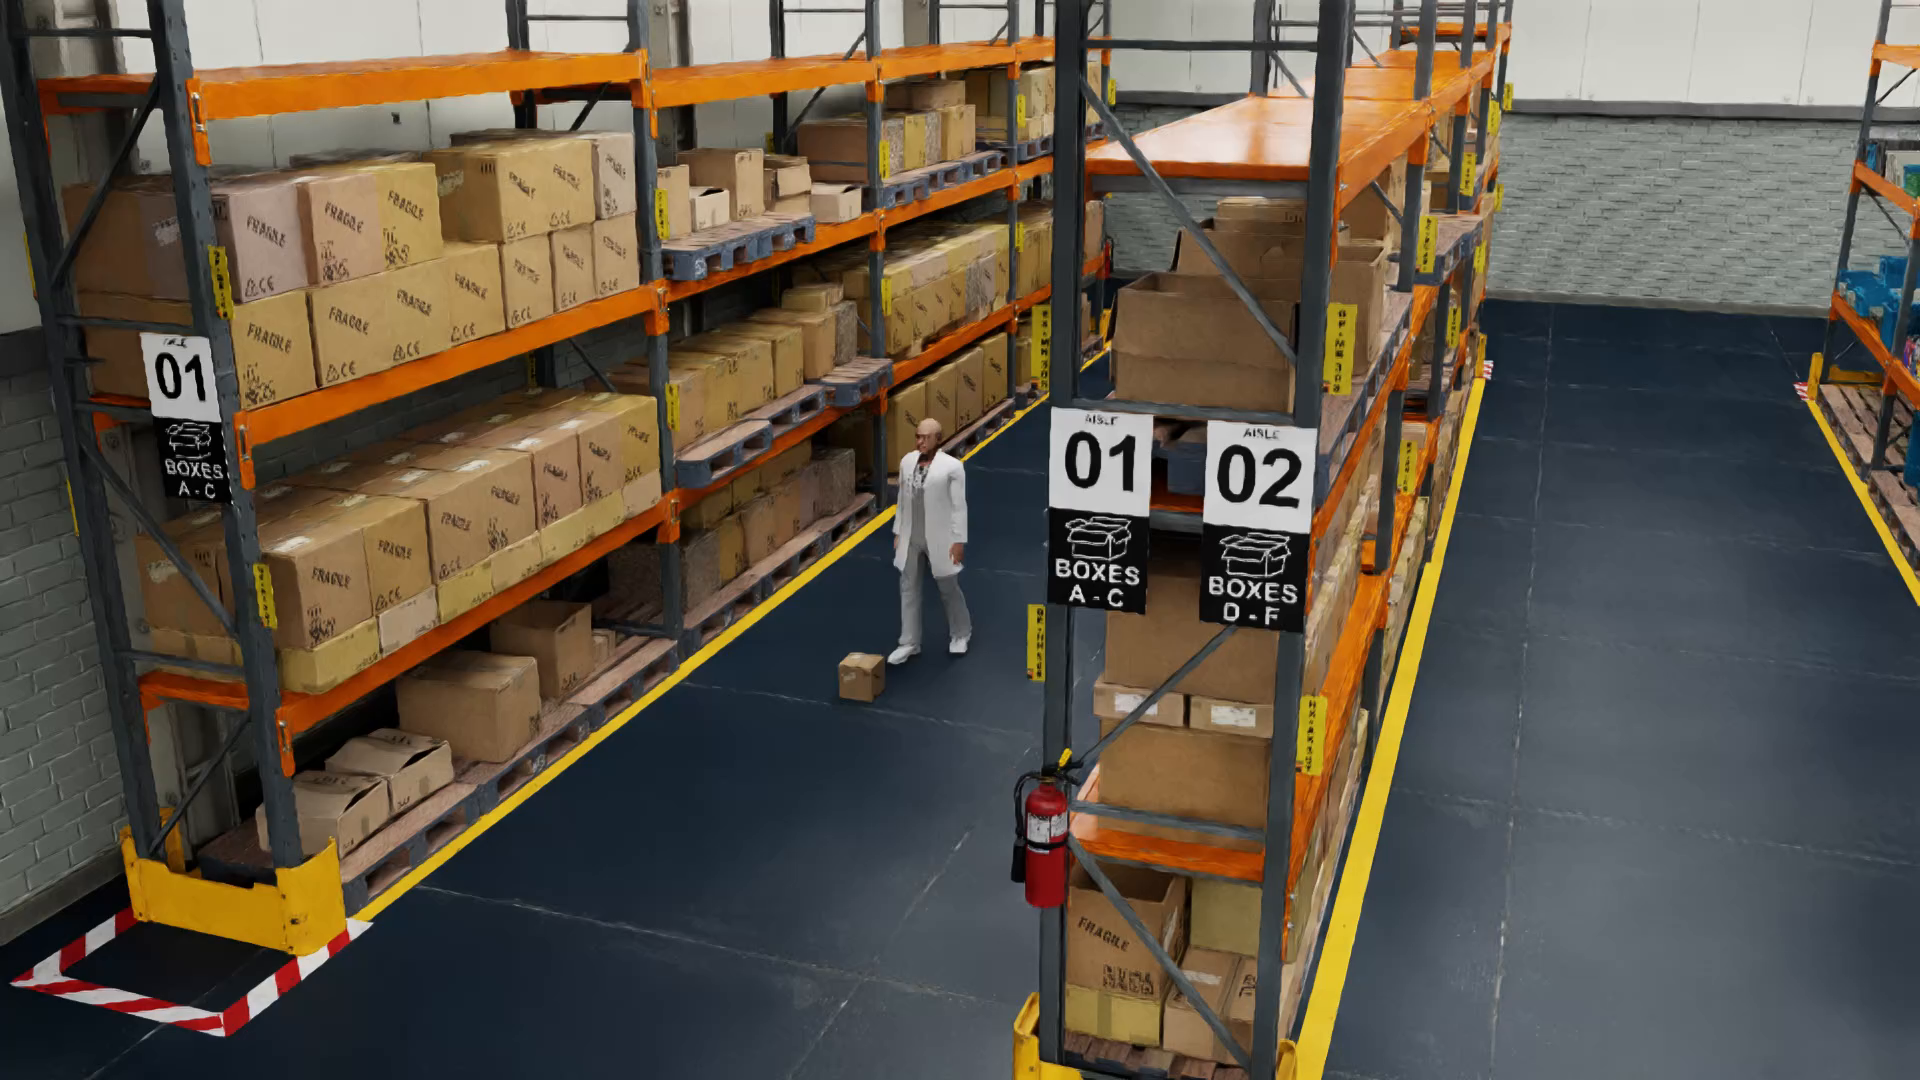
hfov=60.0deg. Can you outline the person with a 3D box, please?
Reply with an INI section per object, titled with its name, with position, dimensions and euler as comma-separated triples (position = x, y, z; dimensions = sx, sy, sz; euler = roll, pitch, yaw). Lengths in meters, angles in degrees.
[person]
position = -0.232, -0.004, 12.070
dimensions = 0.606, 1.782, 0.694
euler = 9, 21, 26
